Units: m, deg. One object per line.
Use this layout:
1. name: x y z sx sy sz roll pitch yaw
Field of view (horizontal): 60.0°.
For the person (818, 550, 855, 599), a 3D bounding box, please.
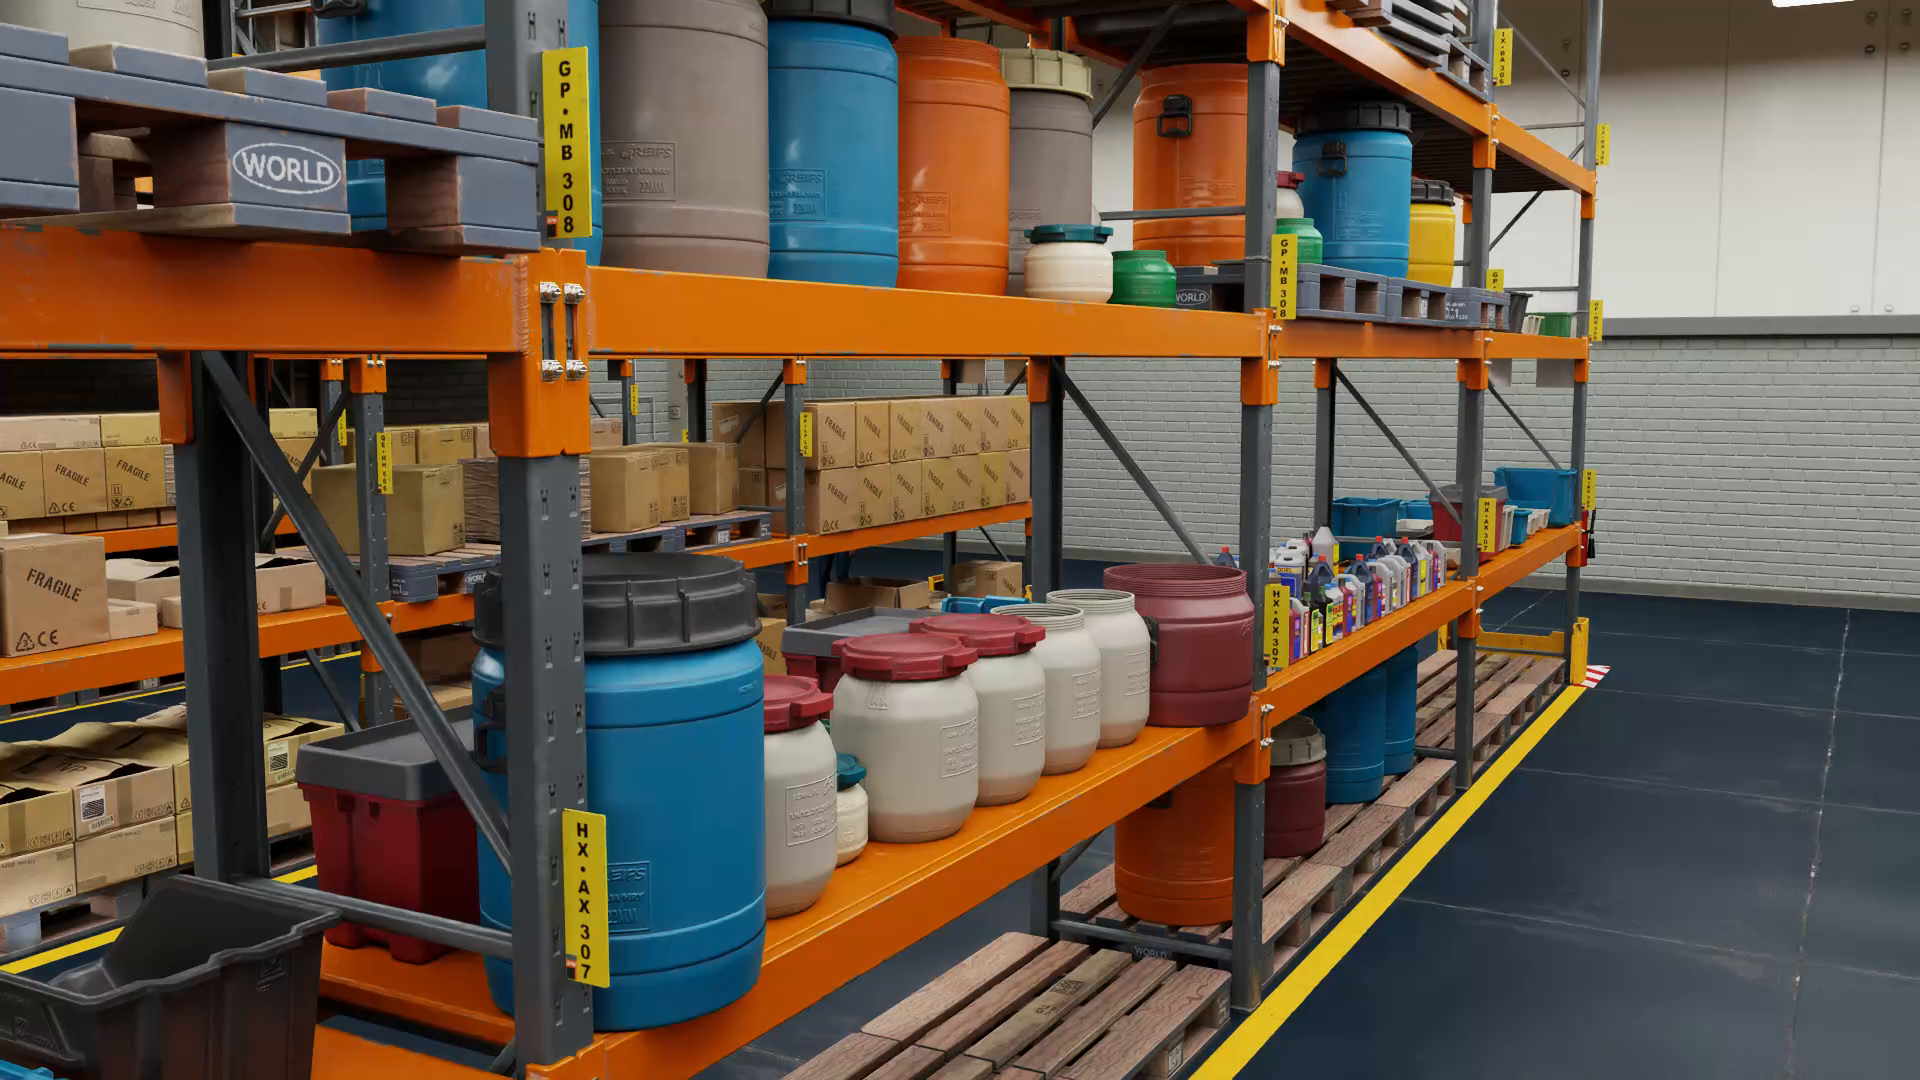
1. person: -1.254 0.040 16.702 0.474 1.592 0.350 3 7 24
